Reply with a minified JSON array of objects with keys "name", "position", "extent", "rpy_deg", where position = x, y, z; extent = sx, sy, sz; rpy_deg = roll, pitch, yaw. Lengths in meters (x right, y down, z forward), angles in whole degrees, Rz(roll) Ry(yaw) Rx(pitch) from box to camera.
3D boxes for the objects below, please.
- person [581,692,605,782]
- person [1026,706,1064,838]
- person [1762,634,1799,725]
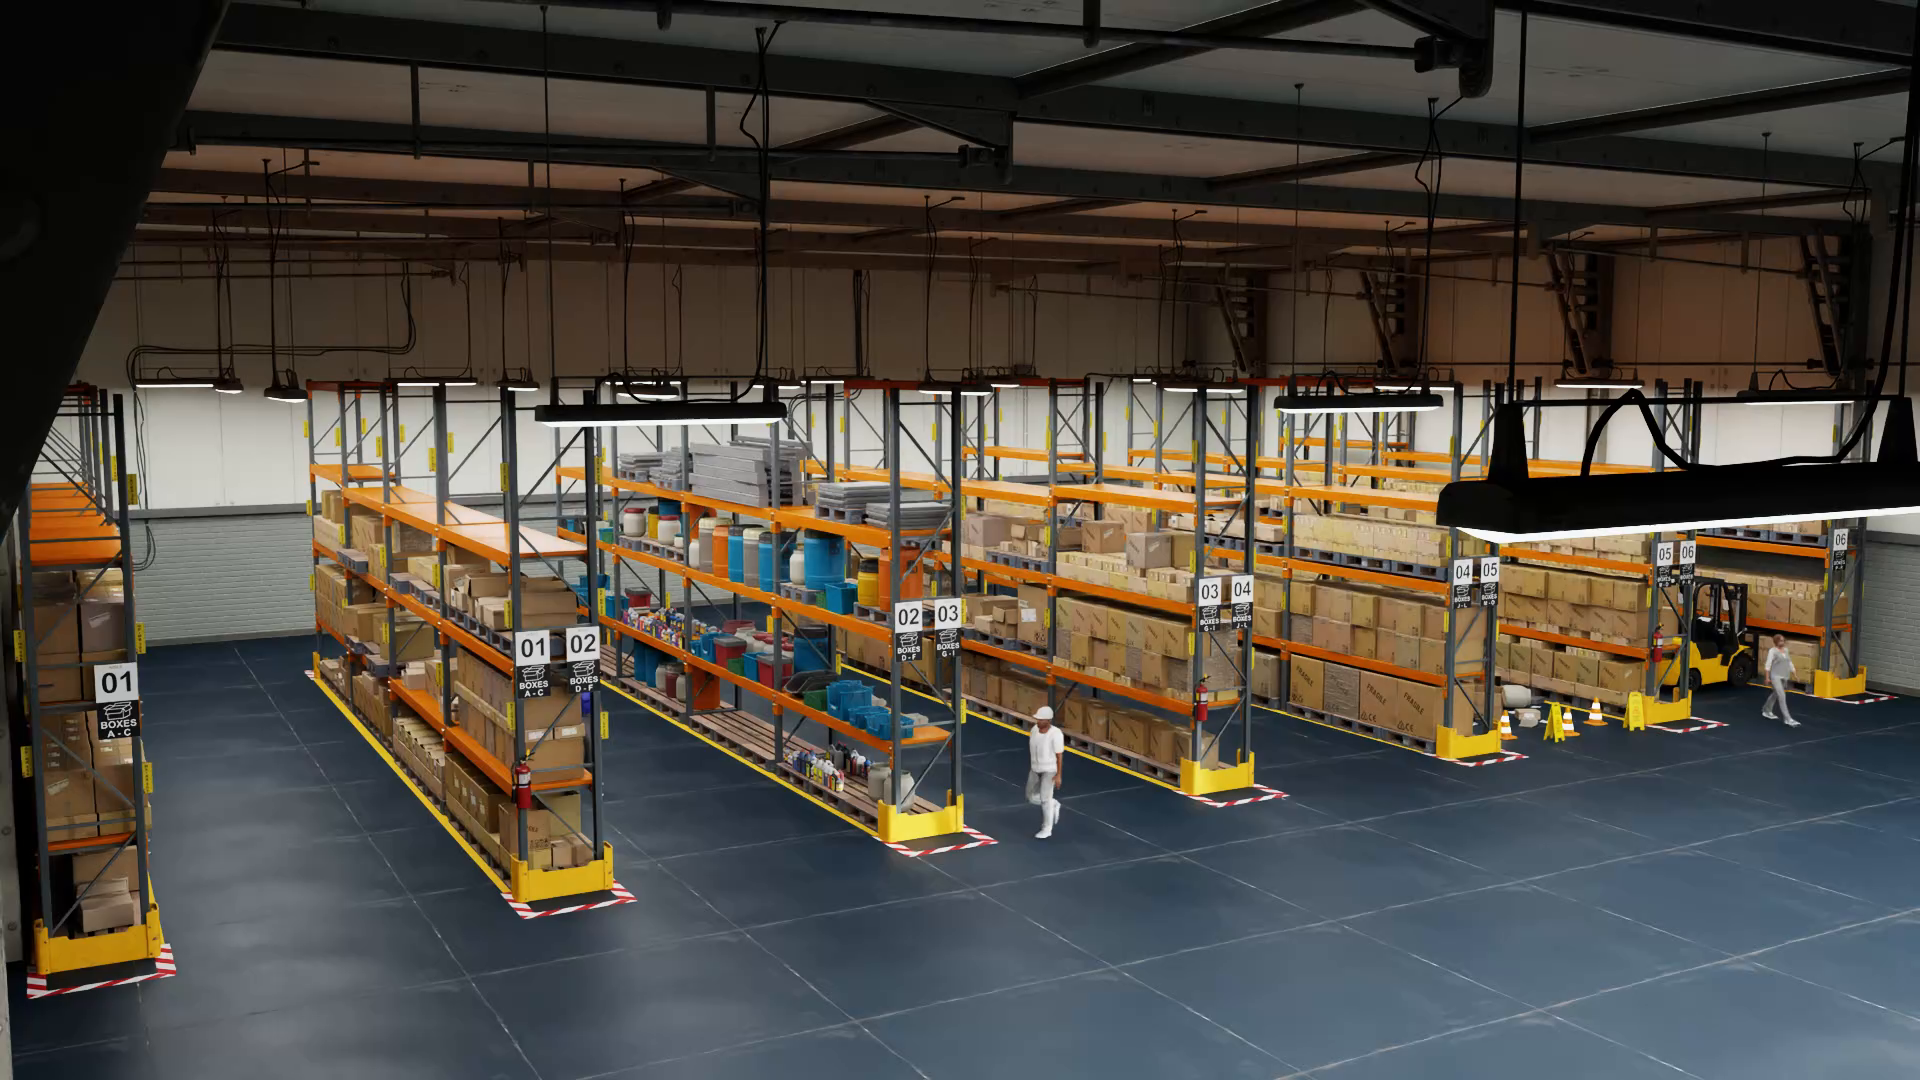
[{"name":"person","position":[-5.611,2.827,25.479],"extent":[0.719,1.648,0.473],"rpy_deg":[4,7,34]},{"name":"person","position":[1.175,3.079,22.305],"extent":[0.626,1.758,0.627],"rpy_deg":[-5,8,-42]},{"name":"person","position":[14.464,2.432,29.228],"extent":[0.432,1.552,0.903],"rpy_deg":[-2,6,-17]}]
